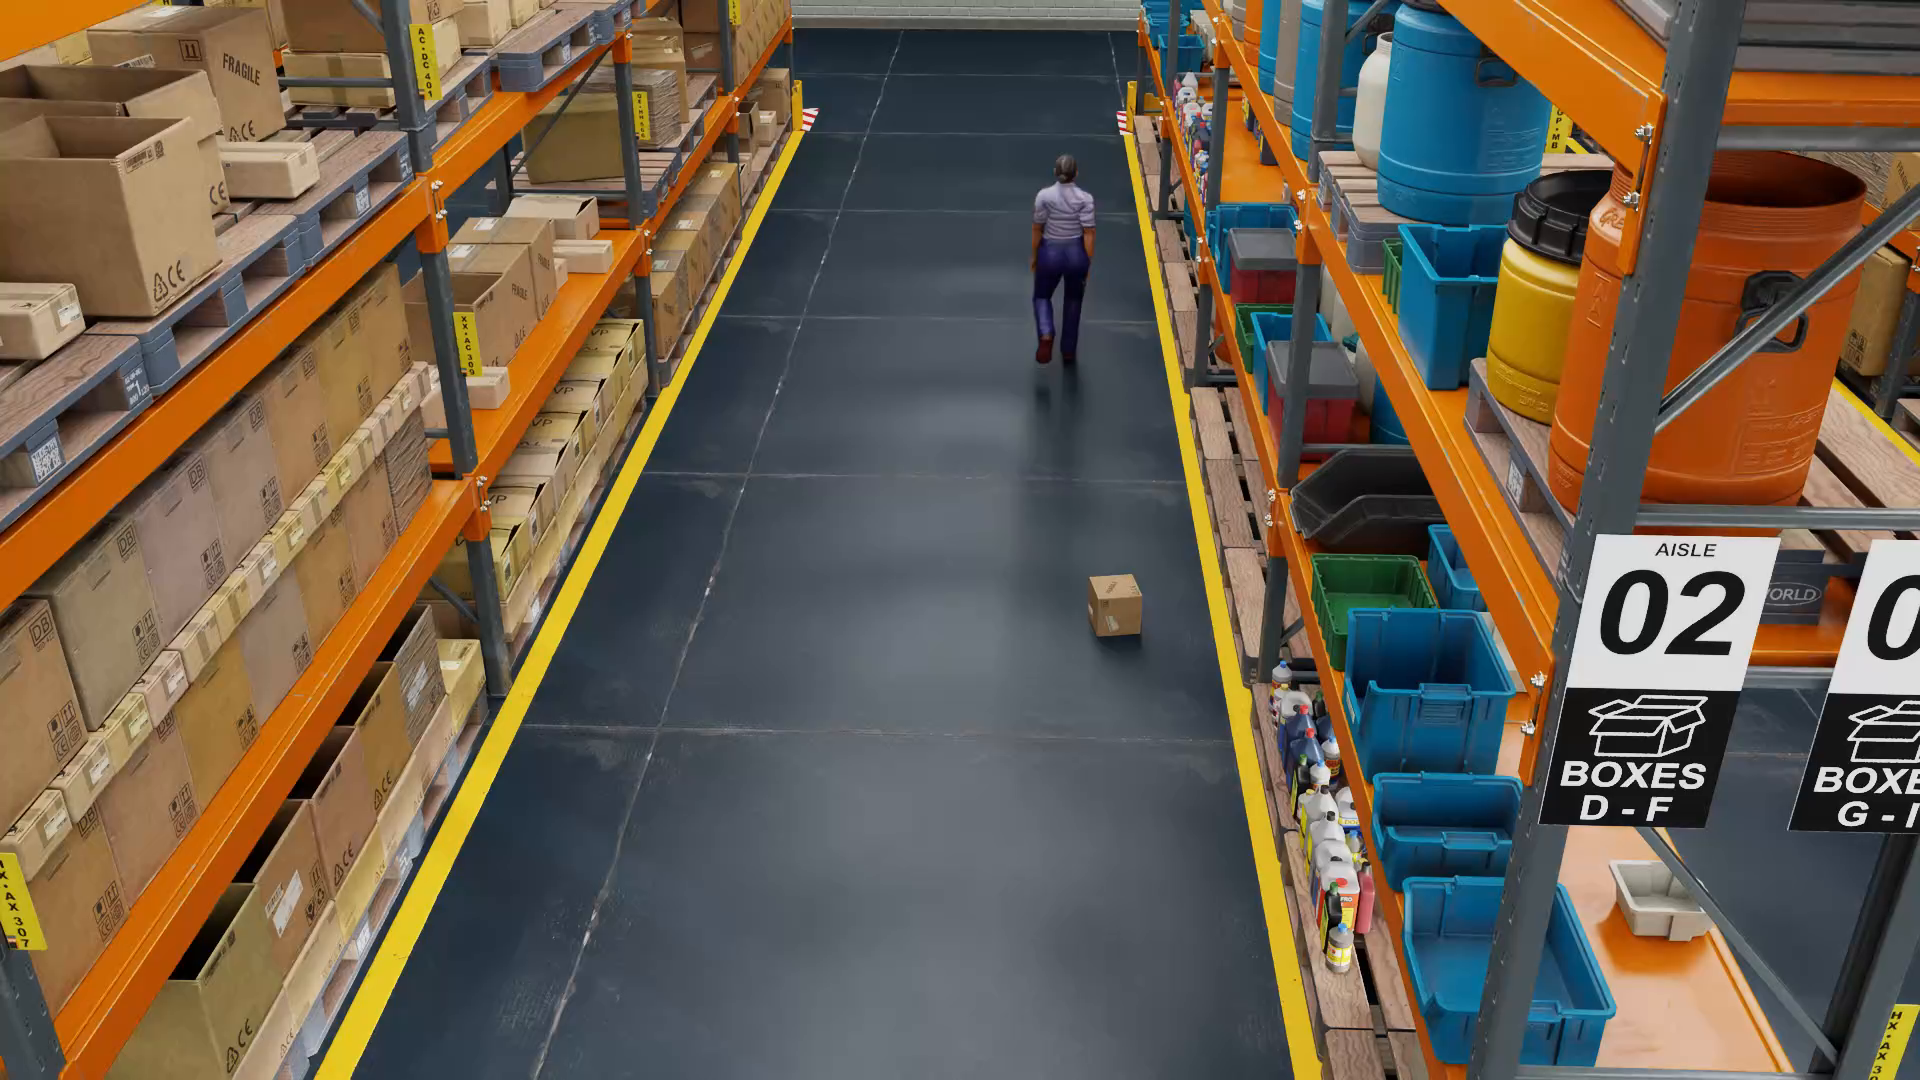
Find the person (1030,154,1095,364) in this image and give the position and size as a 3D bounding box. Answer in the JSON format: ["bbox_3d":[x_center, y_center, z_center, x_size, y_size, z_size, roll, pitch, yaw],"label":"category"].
[{"bbox_3d":[0.770,-2.099,12.532,0.478,1.617,0.614,0,28,1],"label":"person"}]
